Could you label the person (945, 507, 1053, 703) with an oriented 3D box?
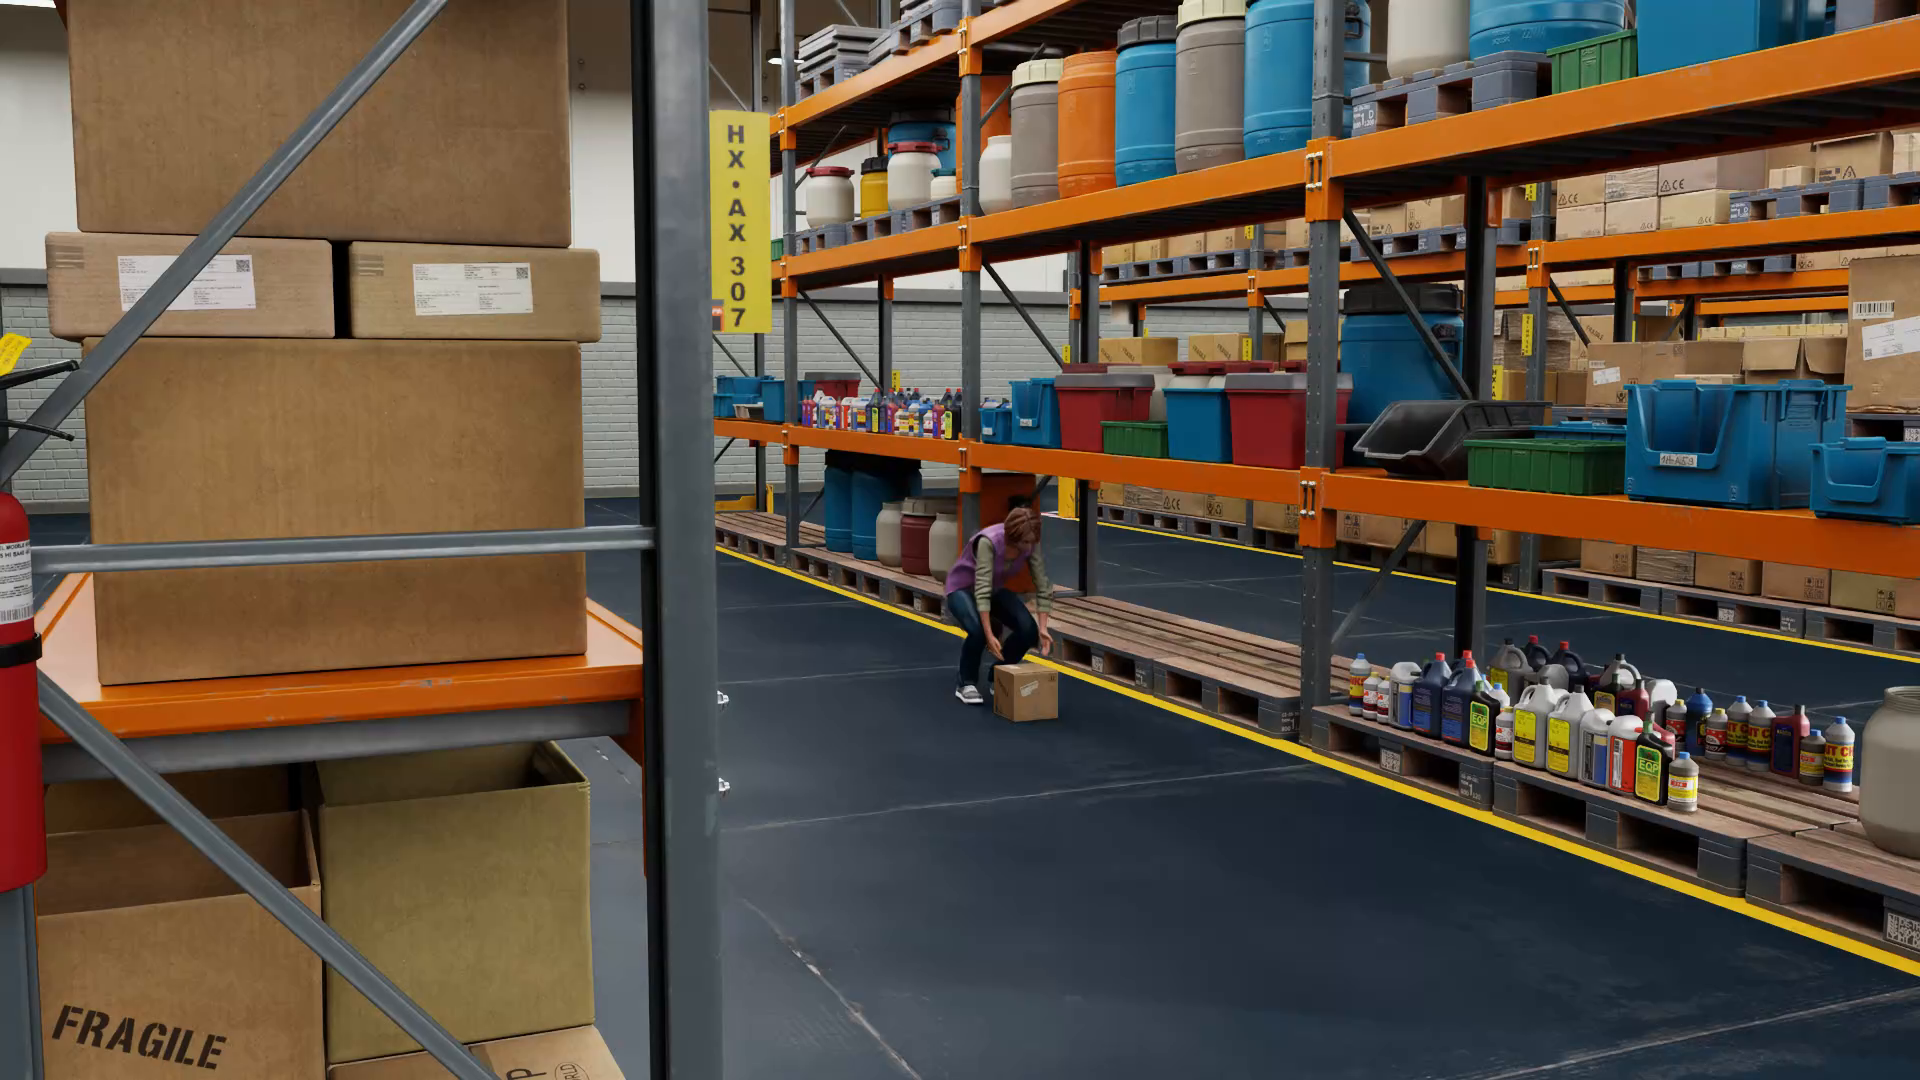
[{"bbox_3d":[0.209,0.348,8.927,0.460,1.061,0.754,-2,6,-24],"label":"person"}]
